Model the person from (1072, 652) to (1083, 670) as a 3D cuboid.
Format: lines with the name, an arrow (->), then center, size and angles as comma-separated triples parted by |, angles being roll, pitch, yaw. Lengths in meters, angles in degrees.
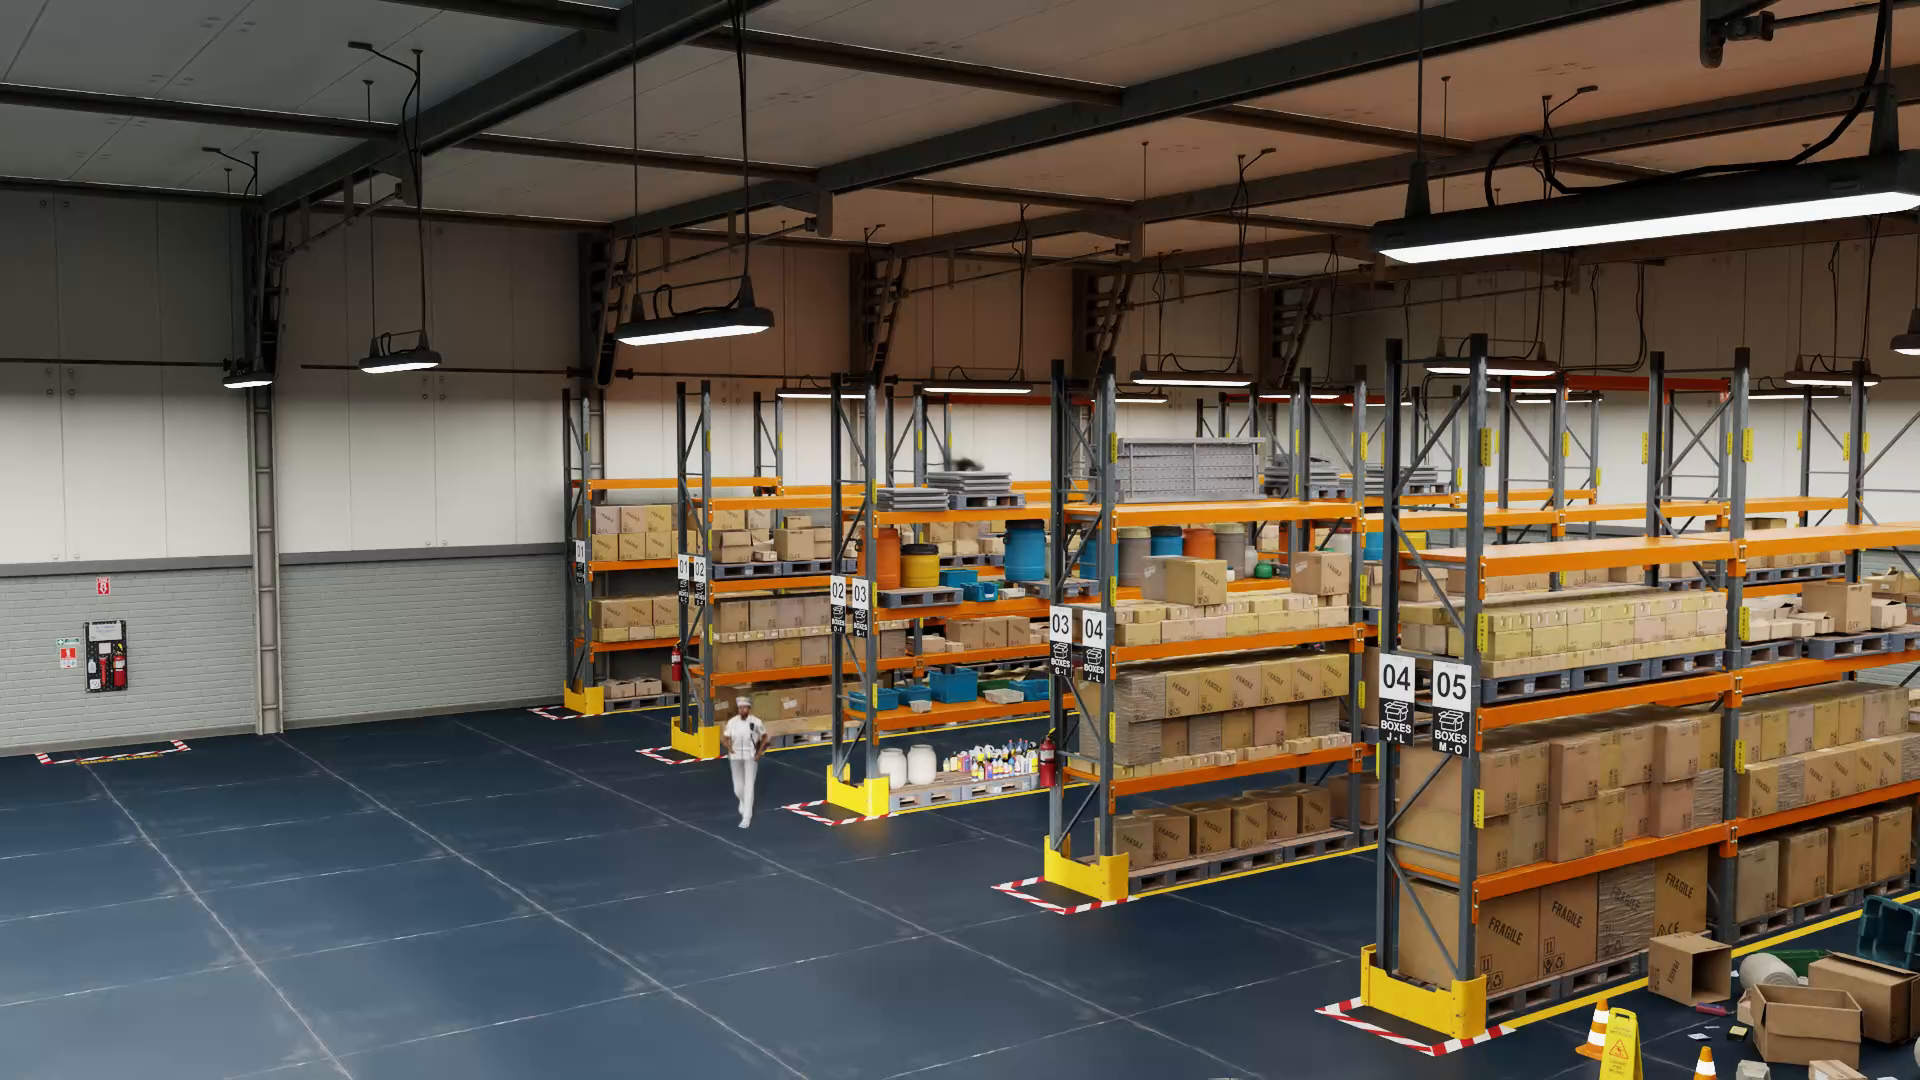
person -> 2.478, 2.010, 35.031 | 0.903, 1.794, 0.721 | -3, 5, -43

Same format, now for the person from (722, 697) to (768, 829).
person -> -2.856, 2.908, 22.054 | 0.599, 1.707, 0.785 | 0, 4, 2
